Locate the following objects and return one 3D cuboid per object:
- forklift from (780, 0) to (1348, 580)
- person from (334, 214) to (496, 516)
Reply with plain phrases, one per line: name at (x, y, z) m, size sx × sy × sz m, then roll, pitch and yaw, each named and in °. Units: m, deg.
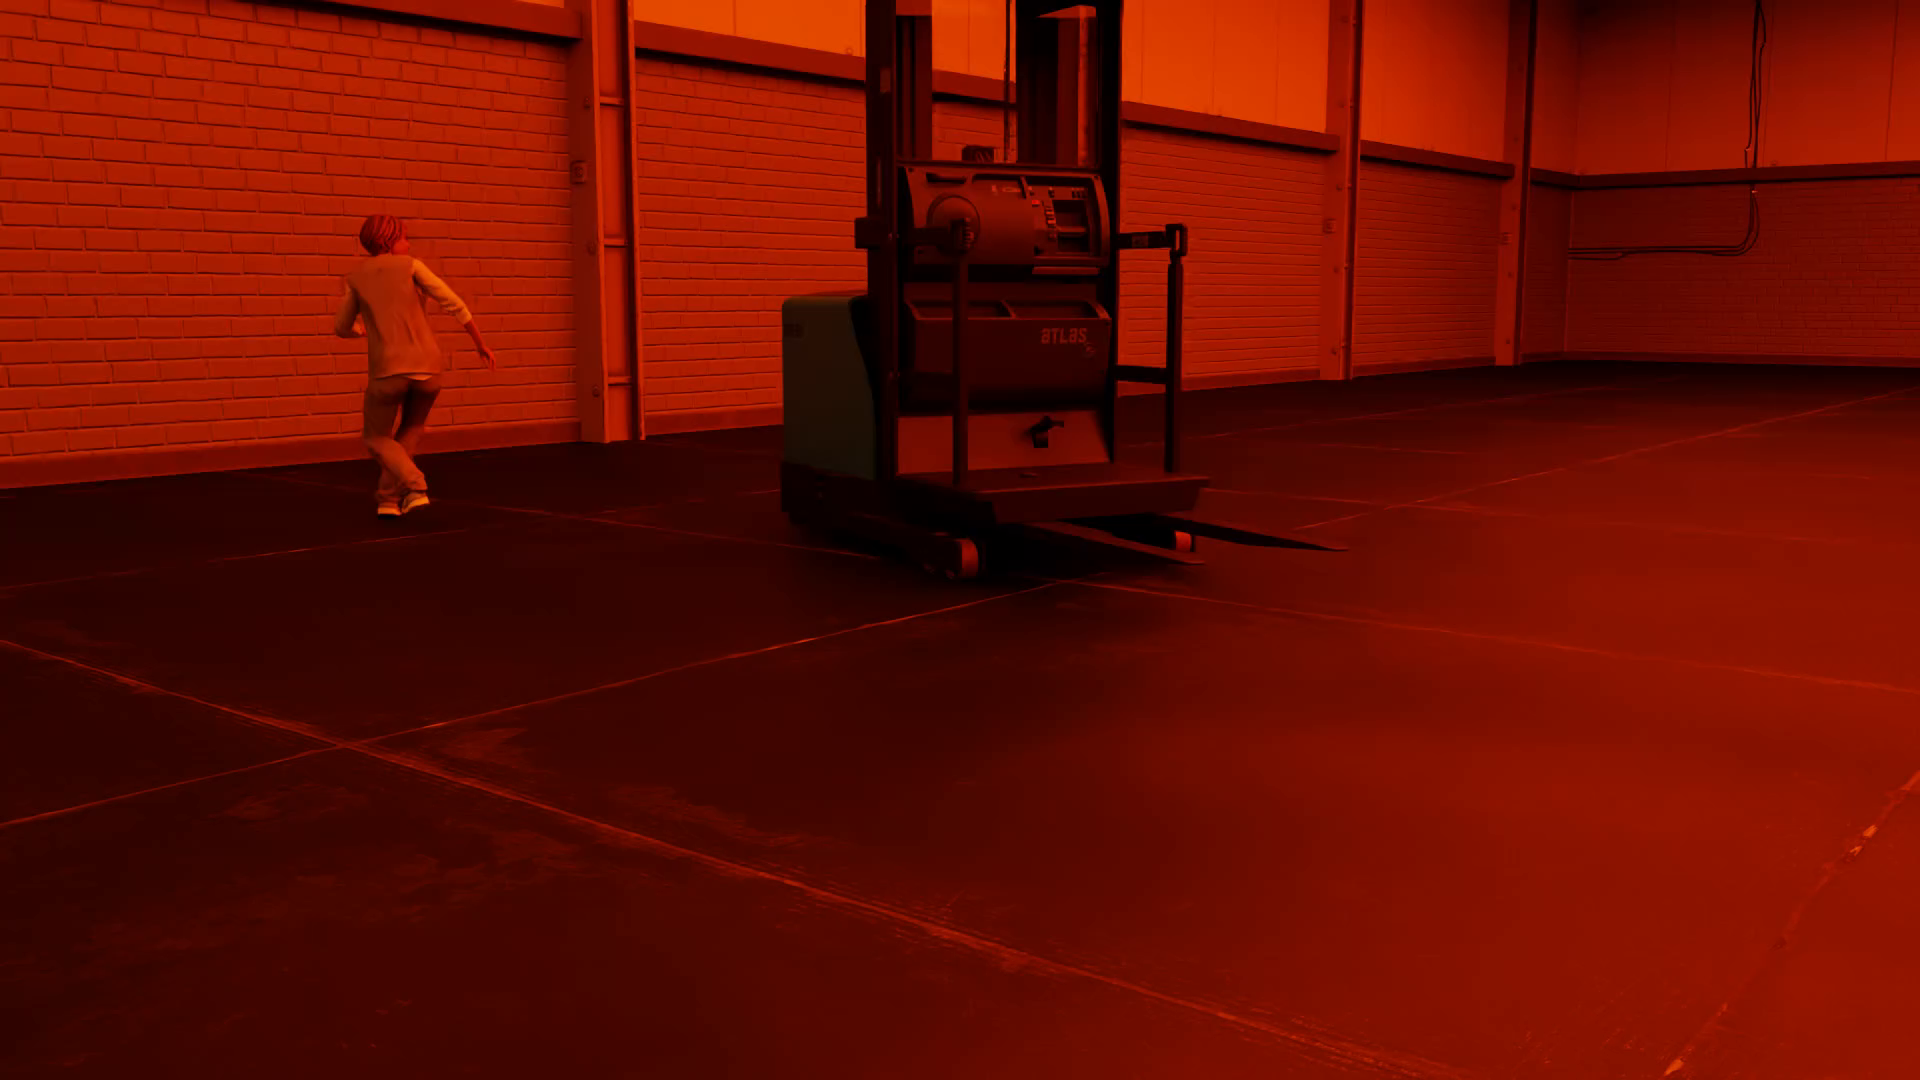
forklift at (0.306, -1.370, 6.642) m, size 1.130 × 2.935 × 3.031 m, roll -5°, pitch 9°, yaw -28°
person at (-2.634, -0.826, 8.055) m, size 0.731 × 1.476 × 0.773 m, roll -3°, pitch 9°, yaw -20°
